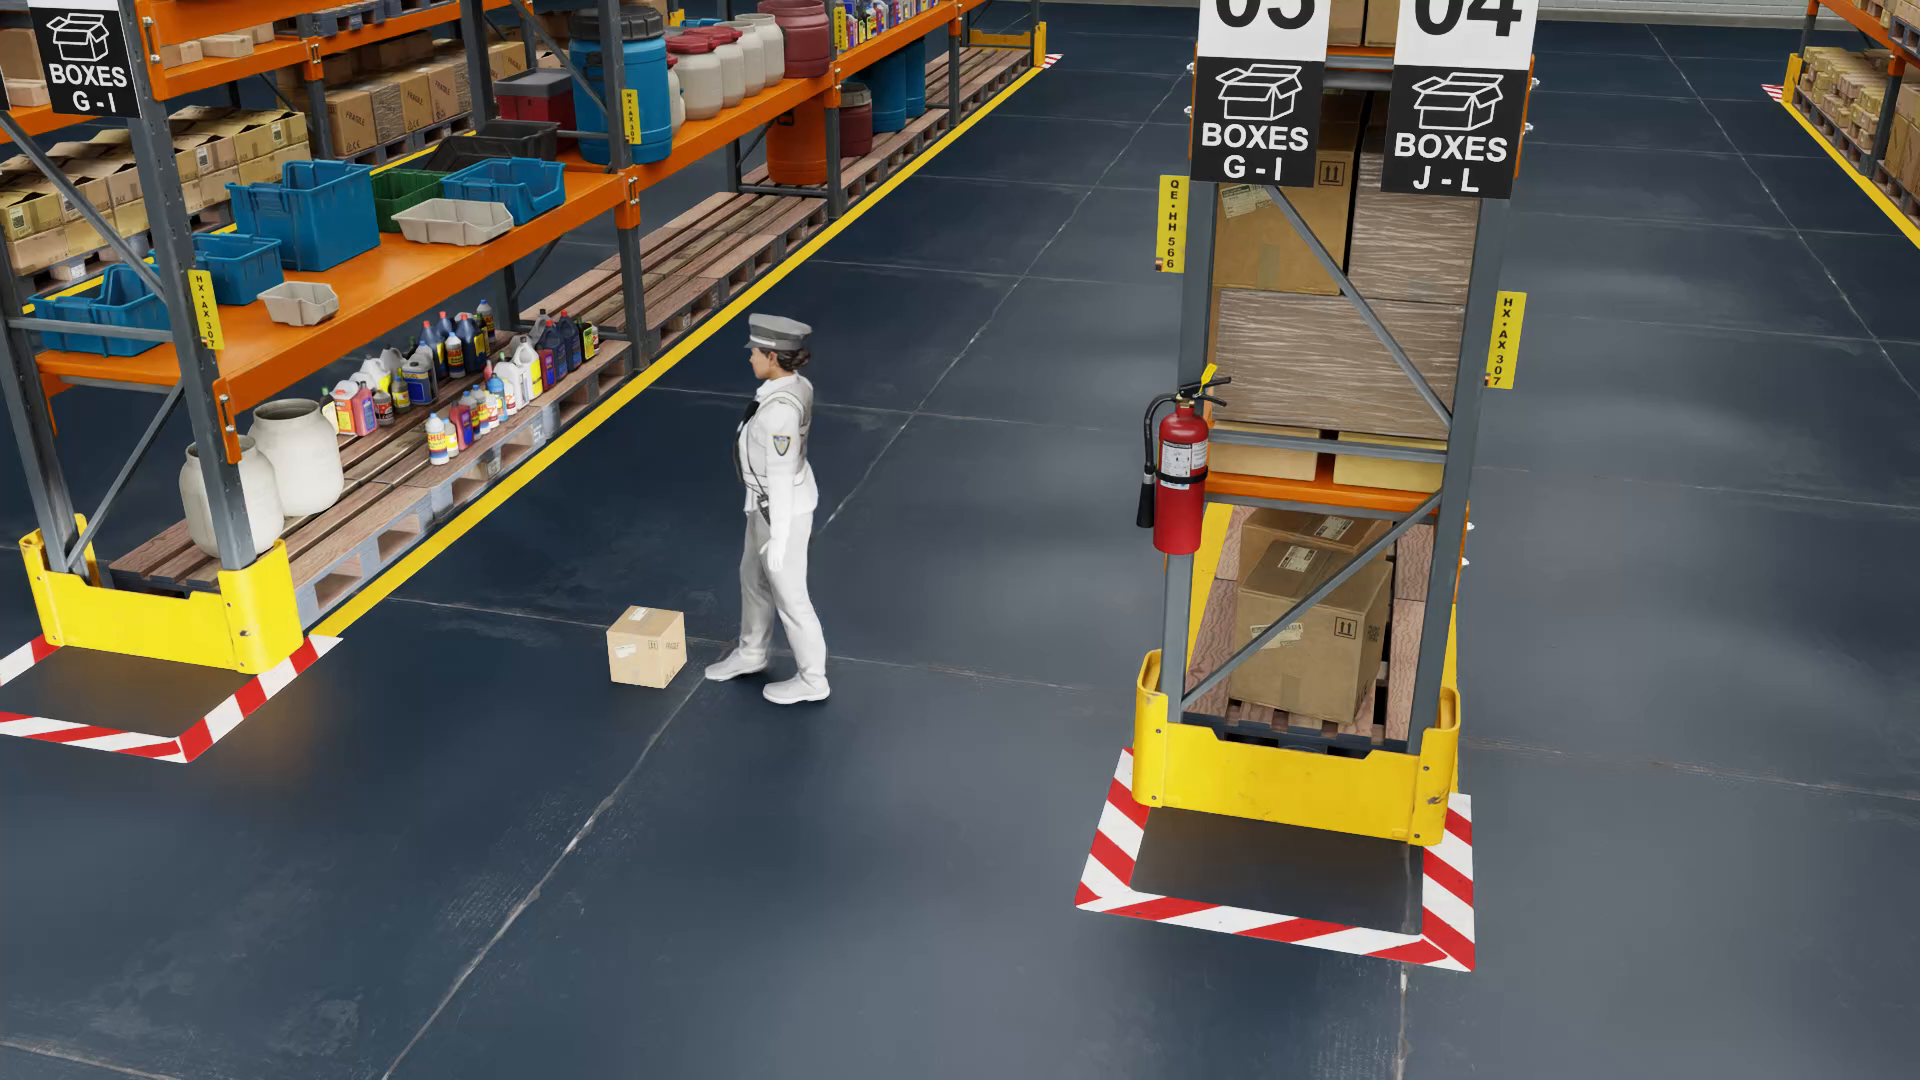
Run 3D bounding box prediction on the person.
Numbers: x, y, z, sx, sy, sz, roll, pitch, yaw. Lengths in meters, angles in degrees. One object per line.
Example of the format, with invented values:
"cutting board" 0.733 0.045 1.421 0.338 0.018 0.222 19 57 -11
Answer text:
"person" -0.839 -0.090 6.790 0.570 1.692 0.513 1 25 1
